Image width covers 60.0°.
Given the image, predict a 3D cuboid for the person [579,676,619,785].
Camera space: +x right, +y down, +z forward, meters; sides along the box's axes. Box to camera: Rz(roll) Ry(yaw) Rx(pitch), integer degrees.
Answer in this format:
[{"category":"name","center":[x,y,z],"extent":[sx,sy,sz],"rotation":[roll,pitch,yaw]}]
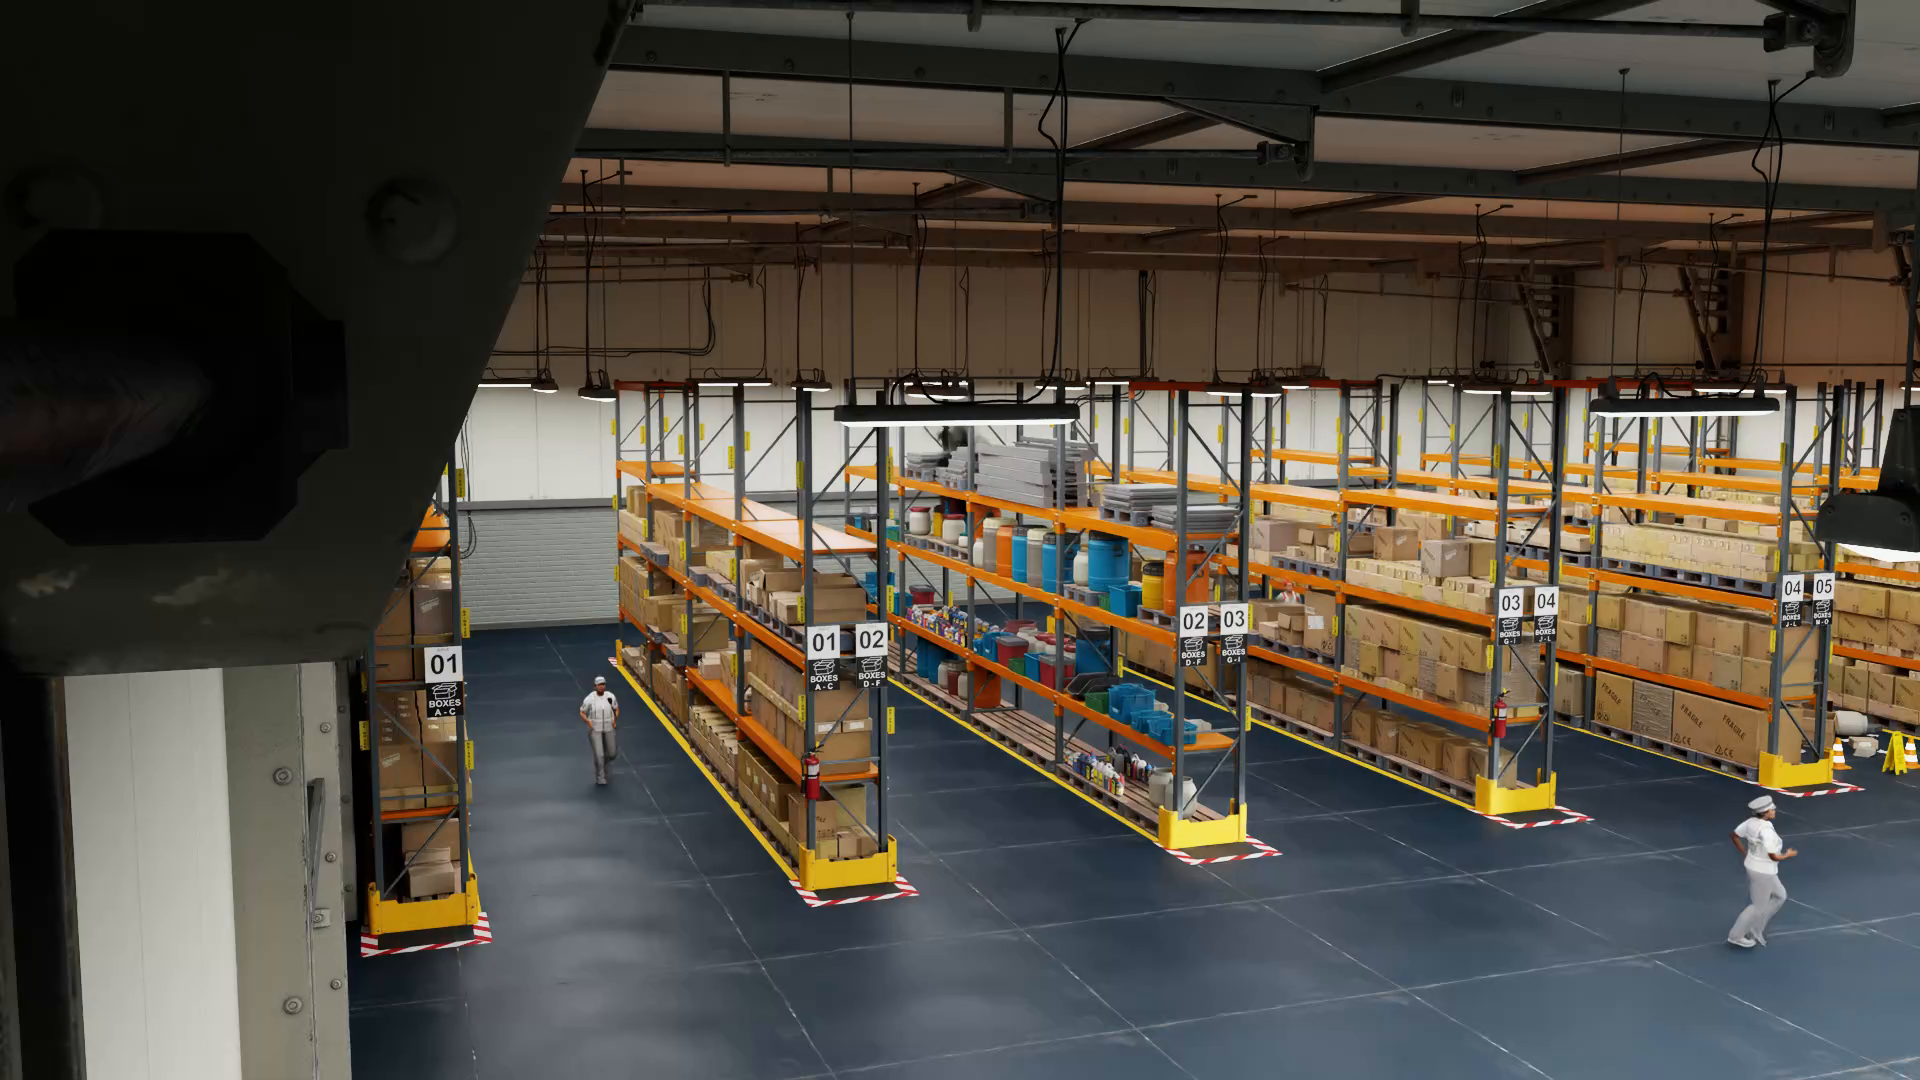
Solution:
[{"category":"person","center":[-5.448,2.865,25.202],"extent":[0.605,1.615,0.578],"rotation":[-3,7,-25]}]

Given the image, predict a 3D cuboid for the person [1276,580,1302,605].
[{"category":"person","center":[7.059,1.713,35.477],"extent":[0.670,1.742,0.530],"rotation":[-1,6,-13]}]

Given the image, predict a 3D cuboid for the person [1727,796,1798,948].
[{"category":"person","center":[8.686,3.595,17.978],"extent":[0.688,1.706,0.525],"rotation":[1,6,10]}]
